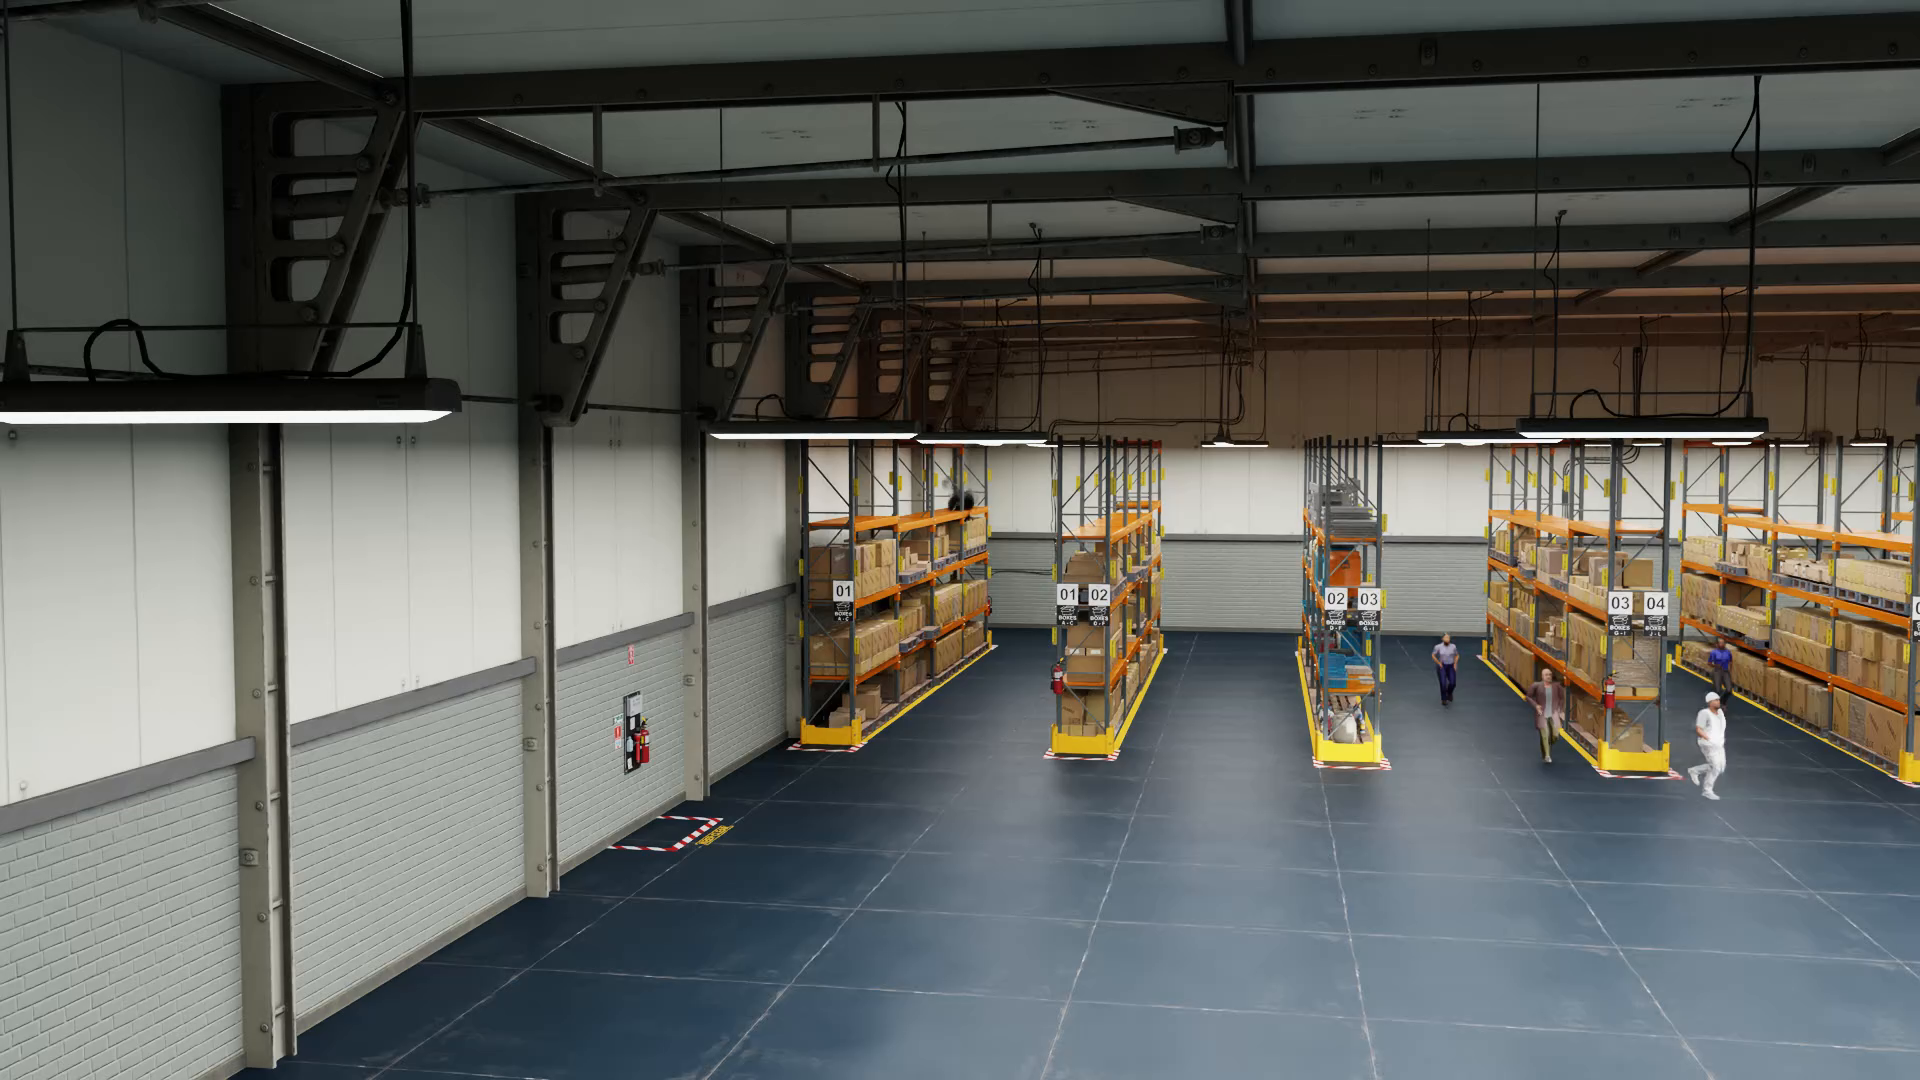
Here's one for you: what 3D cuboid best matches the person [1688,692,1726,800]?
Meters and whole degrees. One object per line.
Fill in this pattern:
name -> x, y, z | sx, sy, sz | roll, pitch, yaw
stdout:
person -> 12.344, 3.374, 27.445 | 0.698, 1.758, 0.679 | -2, 4, -36

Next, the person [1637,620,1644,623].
person -> 17.826, 2.530, 43.572 | 0.586, 1.733, 0.809 | 1, 3, 16

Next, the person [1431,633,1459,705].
person -> 10.917, 2.900, 37.384 | 0.609, 1.612, 0.525 | 0, 3, 7

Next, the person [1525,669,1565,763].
person -> 10.695, 3.211, 30.379 | 0.722, 1.740, 0.661 | 0, 3, 5

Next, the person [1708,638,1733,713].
person -> 16.559, 2.957, 36.113 | 0.562, 1.616, 0.586 | 0, 3, 8
